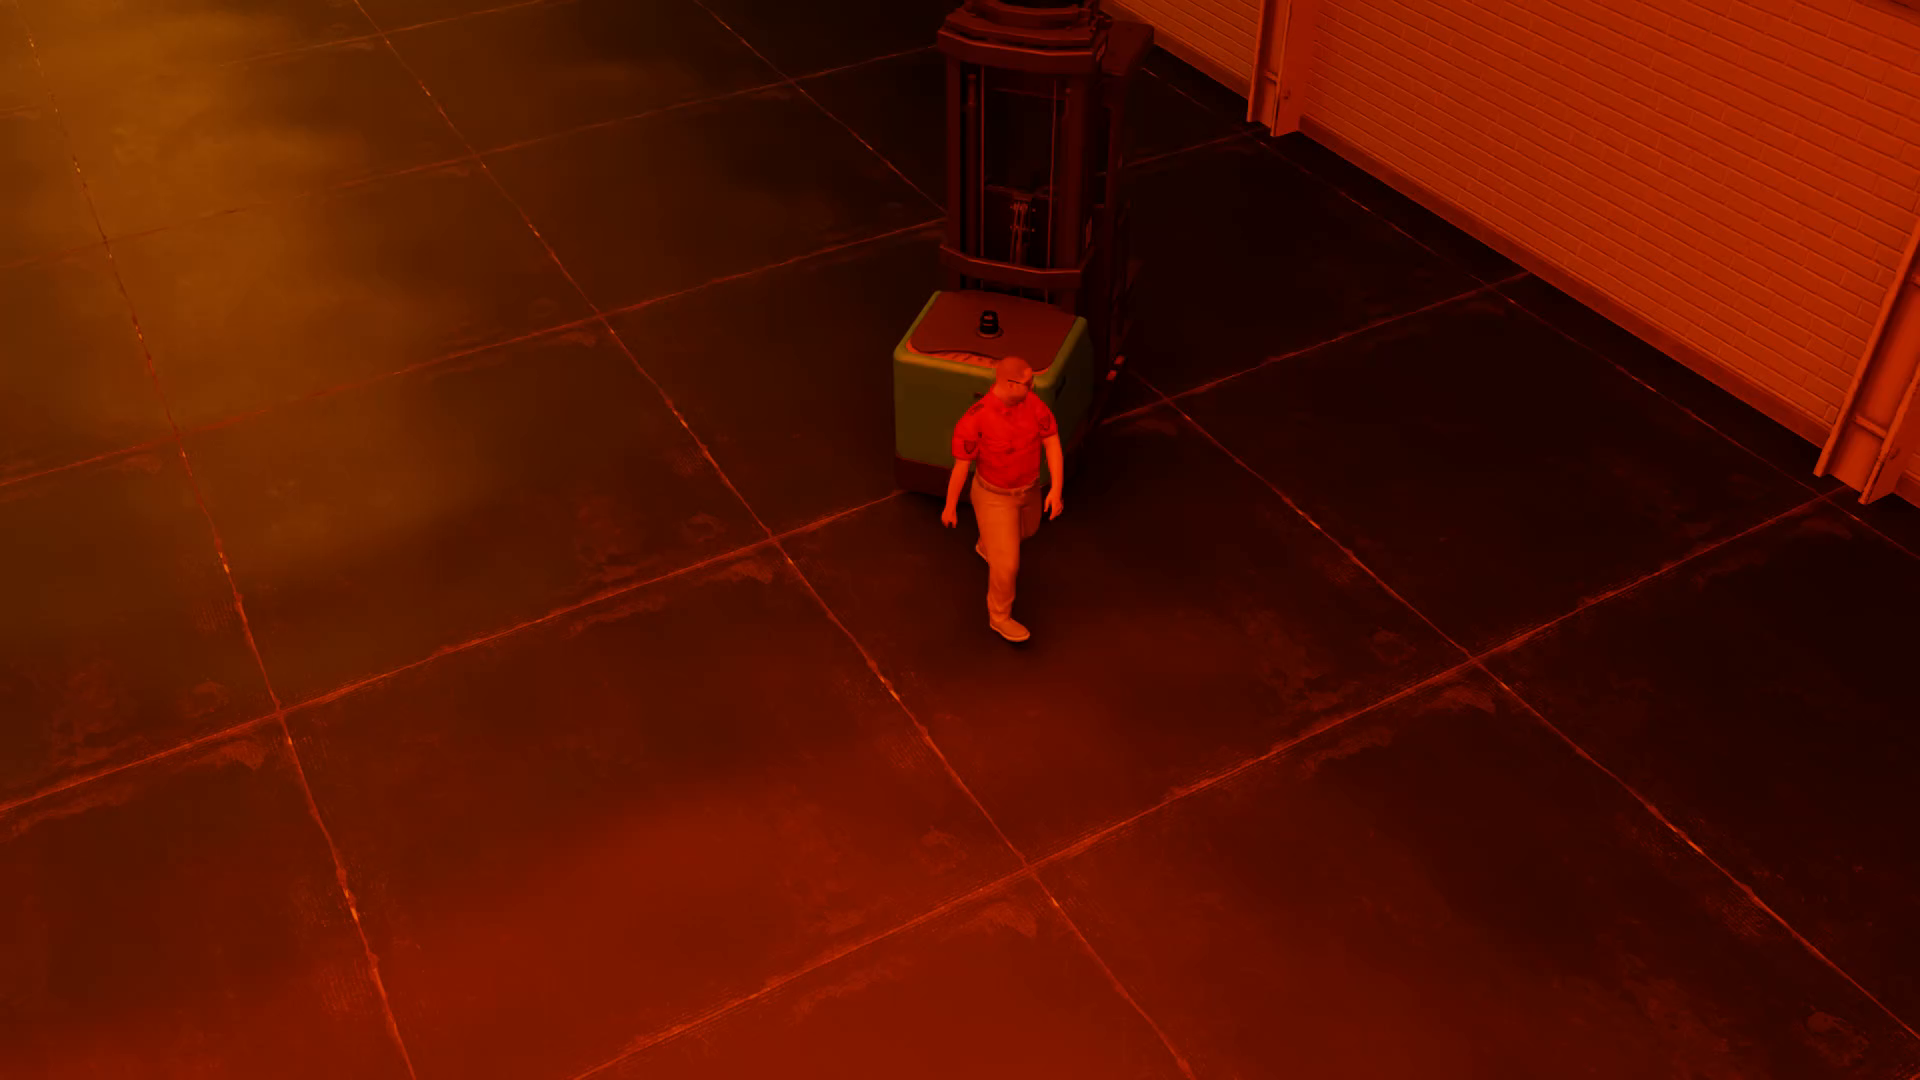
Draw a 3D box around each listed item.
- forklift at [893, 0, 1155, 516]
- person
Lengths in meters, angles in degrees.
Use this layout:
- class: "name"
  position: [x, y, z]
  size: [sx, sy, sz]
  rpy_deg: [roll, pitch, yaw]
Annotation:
- class: "forklift"
  position: [0.546, -2.221, 10.713]
  size: [1.130, 2.935, 3.031]
  rpy_deg: [13, 41, 15]
- class: "person"
  position: [0.236, -0.259, 9.370]
  size: [0.707, 1.640, 0.830]
  rpy_deg: [-31, 49, -32]
